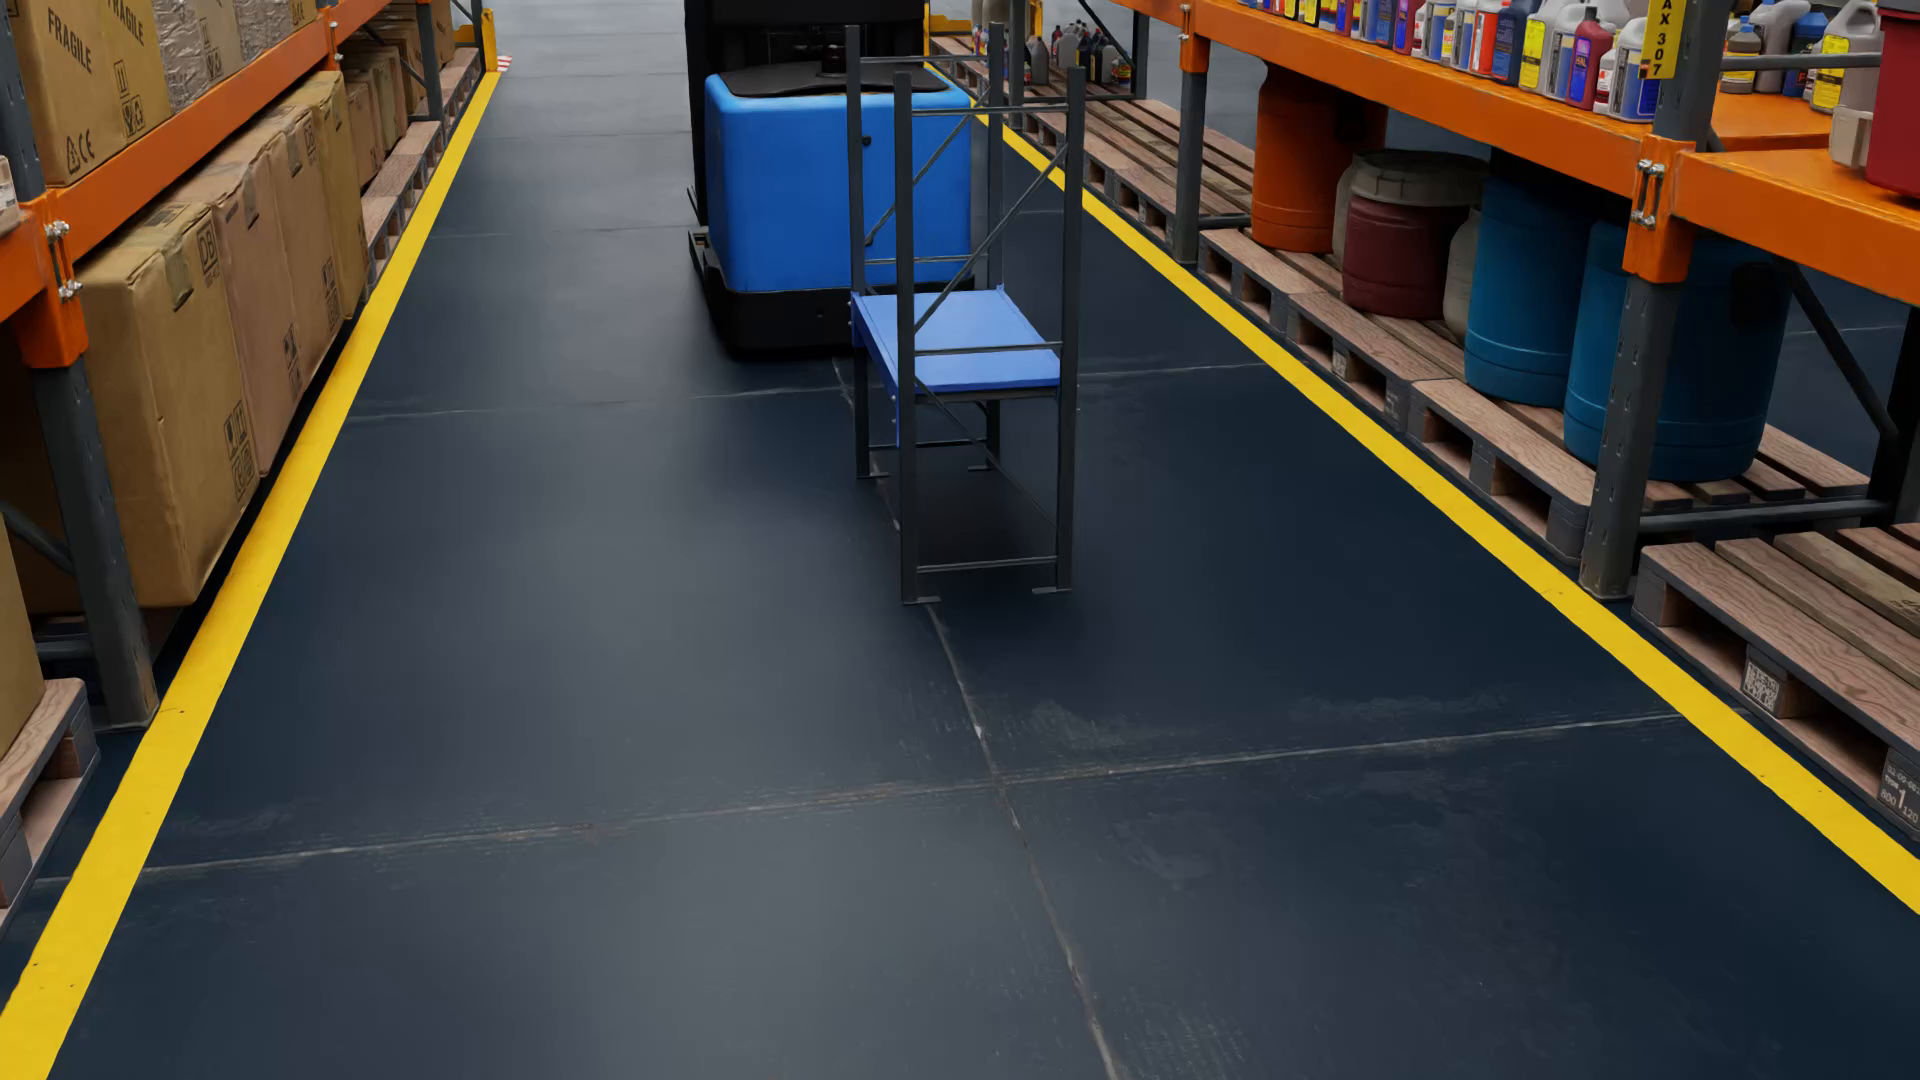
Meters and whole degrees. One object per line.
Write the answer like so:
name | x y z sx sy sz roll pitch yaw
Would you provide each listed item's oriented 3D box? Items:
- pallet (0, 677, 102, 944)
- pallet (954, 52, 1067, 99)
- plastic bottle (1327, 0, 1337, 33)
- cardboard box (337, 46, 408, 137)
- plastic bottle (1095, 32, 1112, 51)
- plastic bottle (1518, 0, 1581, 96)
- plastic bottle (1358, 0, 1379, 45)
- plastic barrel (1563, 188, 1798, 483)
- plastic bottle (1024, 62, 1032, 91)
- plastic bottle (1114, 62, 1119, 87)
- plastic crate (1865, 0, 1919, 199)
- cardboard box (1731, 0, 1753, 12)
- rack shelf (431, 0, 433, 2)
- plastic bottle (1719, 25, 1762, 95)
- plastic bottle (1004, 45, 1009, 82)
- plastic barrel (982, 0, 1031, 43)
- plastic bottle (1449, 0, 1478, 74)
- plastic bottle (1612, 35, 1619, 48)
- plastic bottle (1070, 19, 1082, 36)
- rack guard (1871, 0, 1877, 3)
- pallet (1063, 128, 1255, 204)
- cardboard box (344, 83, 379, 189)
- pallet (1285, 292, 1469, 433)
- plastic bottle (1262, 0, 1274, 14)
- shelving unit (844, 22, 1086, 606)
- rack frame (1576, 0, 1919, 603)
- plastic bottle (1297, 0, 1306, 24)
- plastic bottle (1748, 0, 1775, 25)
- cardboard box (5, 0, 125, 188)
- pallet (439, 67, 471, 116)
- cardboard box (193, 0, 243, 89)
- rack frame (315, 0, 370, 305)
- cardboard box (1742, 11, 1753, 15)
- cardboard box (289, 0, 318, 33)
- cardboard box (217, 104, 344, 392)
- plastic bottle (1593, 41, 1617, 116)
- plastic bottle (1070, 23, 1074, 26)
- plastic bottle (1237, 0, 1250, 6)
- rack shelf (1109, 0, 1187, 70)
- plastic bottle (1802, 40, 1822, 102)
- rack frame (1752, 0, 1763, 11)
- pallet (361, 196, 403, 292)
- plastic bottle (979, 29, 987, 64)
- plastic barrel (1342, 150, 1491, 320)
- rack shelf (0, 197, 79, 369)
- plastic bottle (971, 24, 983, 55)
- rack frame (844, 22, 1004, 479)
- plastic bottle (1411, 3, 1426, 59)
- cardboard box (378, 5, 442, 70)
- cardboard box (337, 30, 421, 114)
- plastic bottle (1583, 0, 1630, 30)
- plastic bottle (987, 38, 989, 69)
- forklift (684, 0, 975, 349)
pallet | -2.469 0.697 3.391 1.003 0.211 1.213 -4 24 -10
pallet | 0.543 -3.869 13.846 1.003 0.211 1.213 -4 24 -10
plastic bottle | 1.523 -2.162 6.612 0.097 0.271 0.097 0 24 0
cardboard box | -3.920 -2.846 10.591 0.700 0.500 0.500 -6 24 -14
plastic bottle | 1.114 -3.735 12.814 0.144 0.351 0.185 -4 24 -8
plastic bottle | 1.843 -1.567 5.152 0.144 0.351 0.185 -4 24 -10
plastic bottle | 1.614 -2.029 6.304 0.152 0.276 0.135 -4 24 -10
plastic barrel | 2.251 -0.698 5.199 0.600 0.901 0.708 -4 24 -10
plastic bottle | 0.482 -3.438 12.321 0.097 0.201 0.097 0 24 0
plastic bottle | 1.208 -3.516 12.499 0.097 0.201 0.097 0 24 0
plastic crate | 2.253 -0.939 3.498 0.402 0.464 0.583 -4 24 -10
cardboard box | 5.946 -4.246 13.198 0.500 0.500 0.500 -4 24 -10
rack shelf | -4.382 -4.490 12.681 1.077 0.370 4.000 -4 24 -10
plastic bottle | 2.437 -1.499 5.183 0.097 0.201 0.097 0 24 0
plastic bottle | 0.418 -3.694 12.721 0.144 0.351 0.185 -6 24 -12
plastic barrel | 0.405 -4.574 14.560 0.421 0.512 0.421 0 24 0
plastic bottle | 1.758 -1.722 5.599 0.152 0.276 0.135 -4 24 -10
plastic bottle | 1.931 -1.393 4.940 0.097 0.201 0.097 0 24 0
plastic bottle | 0.966 -4.050 13.534 0.144 0.351 0.185 -3 24 -8
rack guard | 9.866 -5.530 17.288 1.175 0.500 0.348 -4 24 -10
pallet | 1.268 -2.334 10.331 1.003 0.211 1.213 -4 24 -10
cardboard box | -3.643 -2.217 9.152 0.700 0.500 0.500 -2 24 -5
pallet | 2.004 -0.762 6.731 1.003 0.211 1.213 -4 24 -10
plastic bottle | 1.373 -2.446 7.247 0.061 0.283 0.133 -4 24 -10
shelving unit | -0.016 -0.721 5.027 0.538 1.500 1.048 -4 24 -10
rack frame | 2.335 -1.252 4.370 1.000 3.000 0.127 -4 24 -10
plastic bottle | 1.462 -2.258 6.922 0.097 0.201 0.097 0 24 0
plastic bottle | 2.561 -1.595 5.316 0.097 0.271 0.097 0 24 0
cardboard box | -2.372 -1.131 3.967 0.500 0.500 0.500 -4 24 -10
pallet | -4.400 -3.497 12.993 1.003 0.211 1.213 -4 24 -10
cardboard box | -2.659 -1.729 5.335 0.500 0.500 0.500 -4 24 -9
rack frame | -3.273 -2.459 7.133 1.000 3.000 0.127 -4 24 -10
cardboard box | 6.081 -3.816 12.449 0.500 0.311 0.500 -4 24 -10
cardboard box | -2.938 -2.329 6.710 0.500 0.500 0.500 -4 24 -8
cardboard box | -3.008 -1.054 6.045 1.225 0.875 0.875 -4 24 -10
plastic bottle | 1.896 -1.336 4.810 0.097 0.201 0.097 0 24 0
plastic bottle | 0.926 -4.195 13.951 0.061 0.283 0.133 -4 24 -8
plastic bottle | 1.357 -2.575 7.553 0.152 0.276 0.135 -4 24 -10
rack shelf | 1.225 -3.283 9.917 1.077 0.370 4.000 -4 24 -10
plastic bottle | 2.622 -1.434 5.033 0.097 0.201 0.097 0 24 0
rack frame | 5.724 -4.764 12.411 1.000 3.000 0.127 -4 24 -10
pallet | -3.416 -1.489 8.395 1.003 0.211 1.213 -4 24 -10
plastic bottle | 0.208 -4.053 13.641 0.097 0.271 0.097 0 24 0
plastic barrel | 1.911 -1.278 6.916 0.600 0.588 0.708 -4 24 -10
rack shelf | -2.163 0.231 1.873 1.077 0.370 4.000 -4 24 -10
plastic bottle | 0.145 -4.188 13.949 0.097 0.271 0.097 0 24 0
rack frame | -0.110 -0.921 5.484 0.500 1.500 0.032 -4 24 -10
plastic bottle | 1.667 -1.822 5.923 0.097 0.201 0.097 0 24 0
cardboard box | -4.411 -3.926 13.089 0.500 0.500 0.500 -2 24 -5
cardboard box | -4.047 -3.240 11.519 0.500 0.500 0.500 -5 24 -11
plastic bottle | 1.985 -1.578 5.176 0.144 0.351 0.185 -4 24 -10
plastic bottle | 0.264 -3.934 13.368 0.097 0.271 0.097 0 24 0
forklift | -0.764 -2.694 7.757 1.130 2.935 3.031 -5 24 -12
